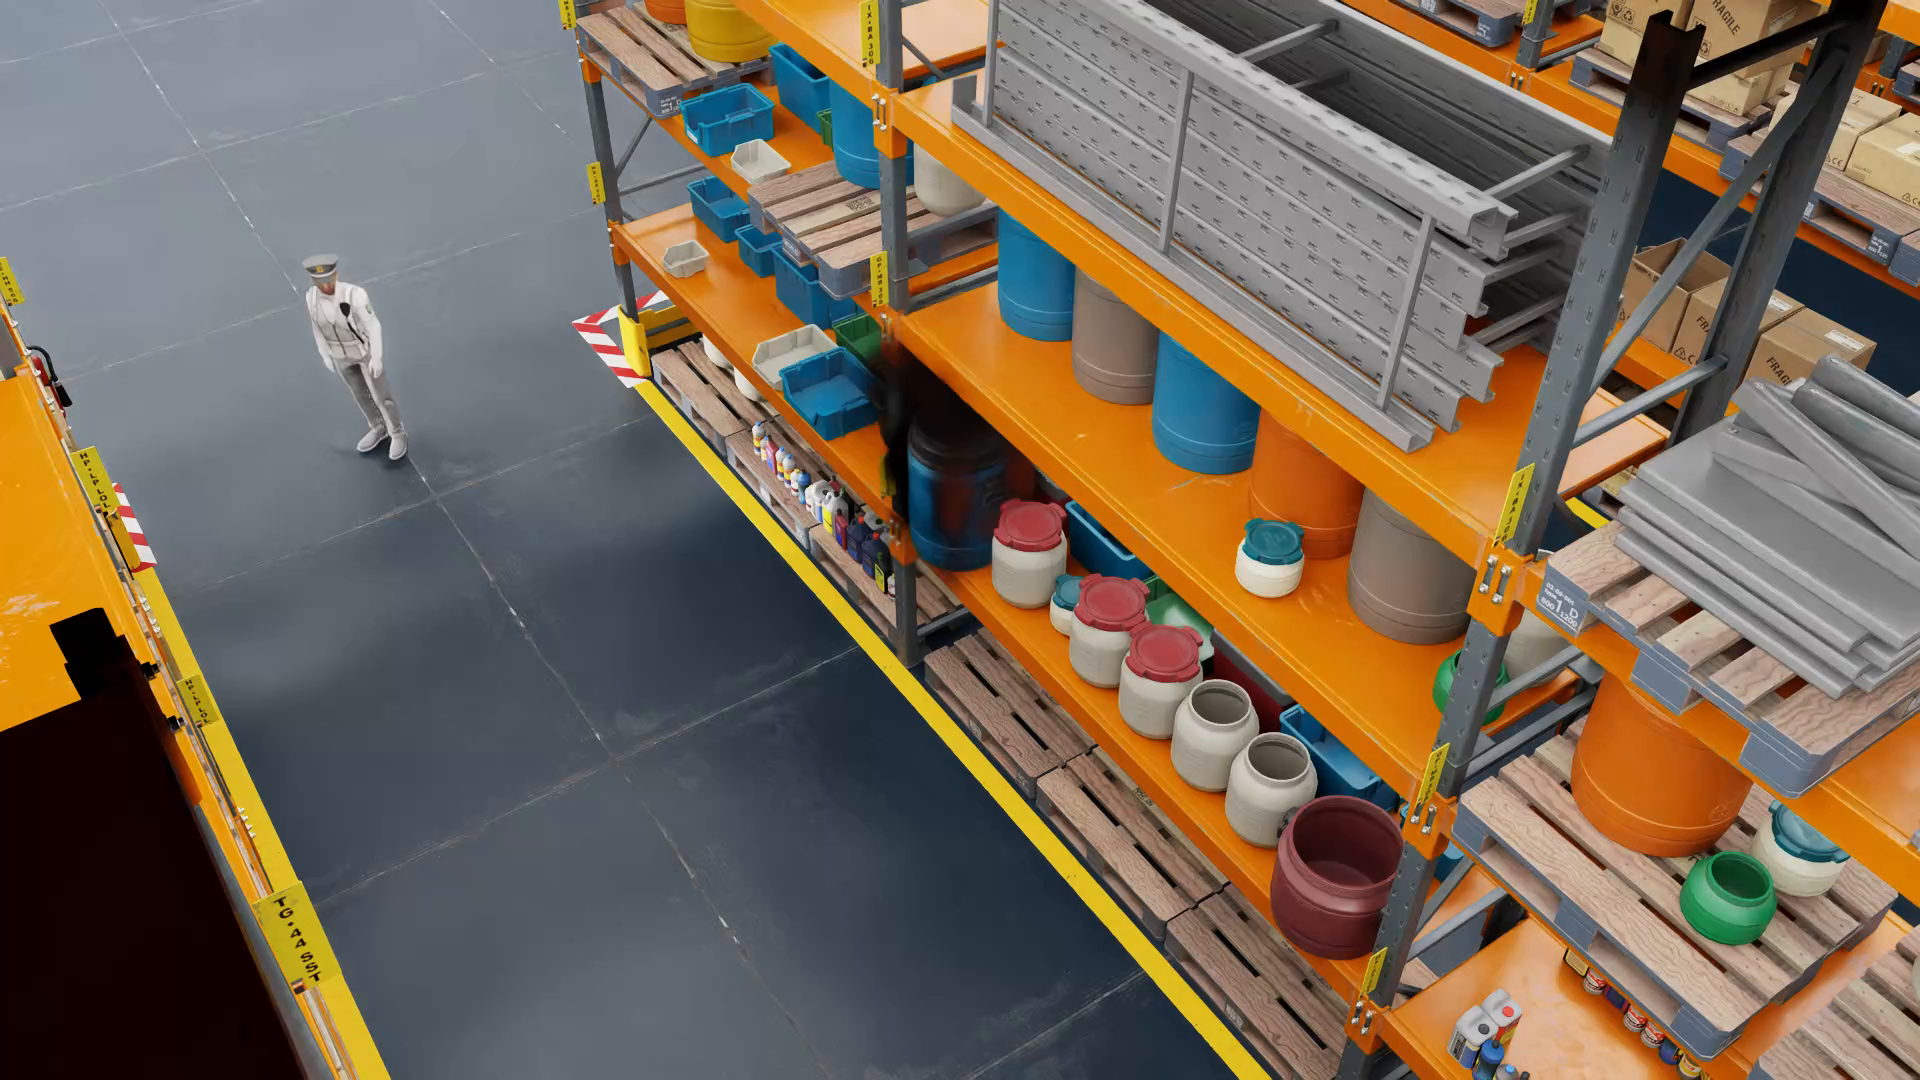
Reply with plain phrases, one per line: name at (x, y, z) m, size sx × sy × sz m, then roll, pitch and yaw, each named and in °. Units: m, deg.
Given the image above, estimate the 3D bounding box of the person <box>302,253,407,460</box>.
person at (-4.369, -1.337, 11.977) m, size 0.504 × 1.687 × 0.337 m, roll 4°, pitch 43°, yaw 4°
